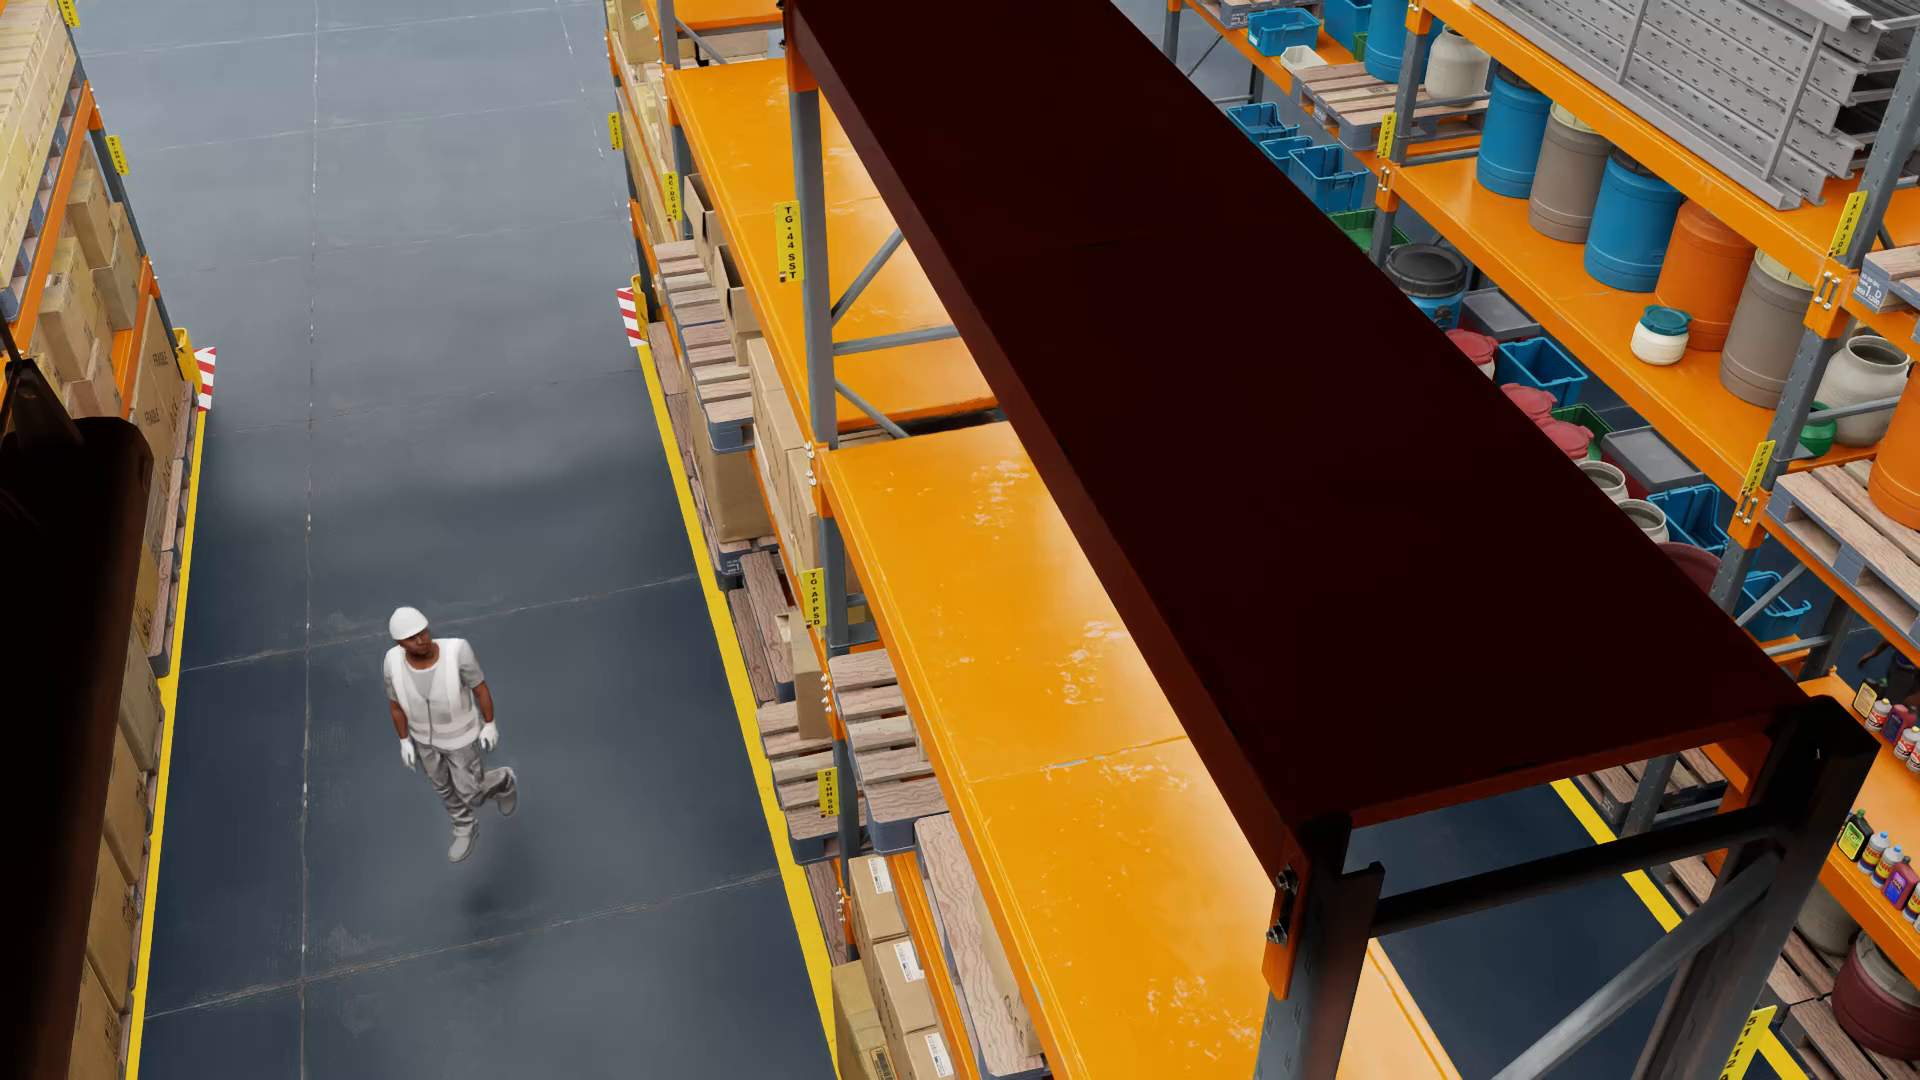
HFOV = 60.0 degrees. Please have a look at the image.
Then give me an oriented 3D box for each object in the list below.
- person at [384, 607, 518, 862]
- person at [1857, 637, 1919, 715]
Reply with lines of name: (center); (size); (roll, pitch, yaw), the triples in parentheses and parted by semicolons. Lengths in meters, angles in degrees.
person: (-2.983, 1.087, 9.718); (0.549, 1.767, 0.609); (13, 40, 15)
person: (5.914, 0.869, 10.430); (0.532, 1.677, 0.624); (12, 40, 15)
